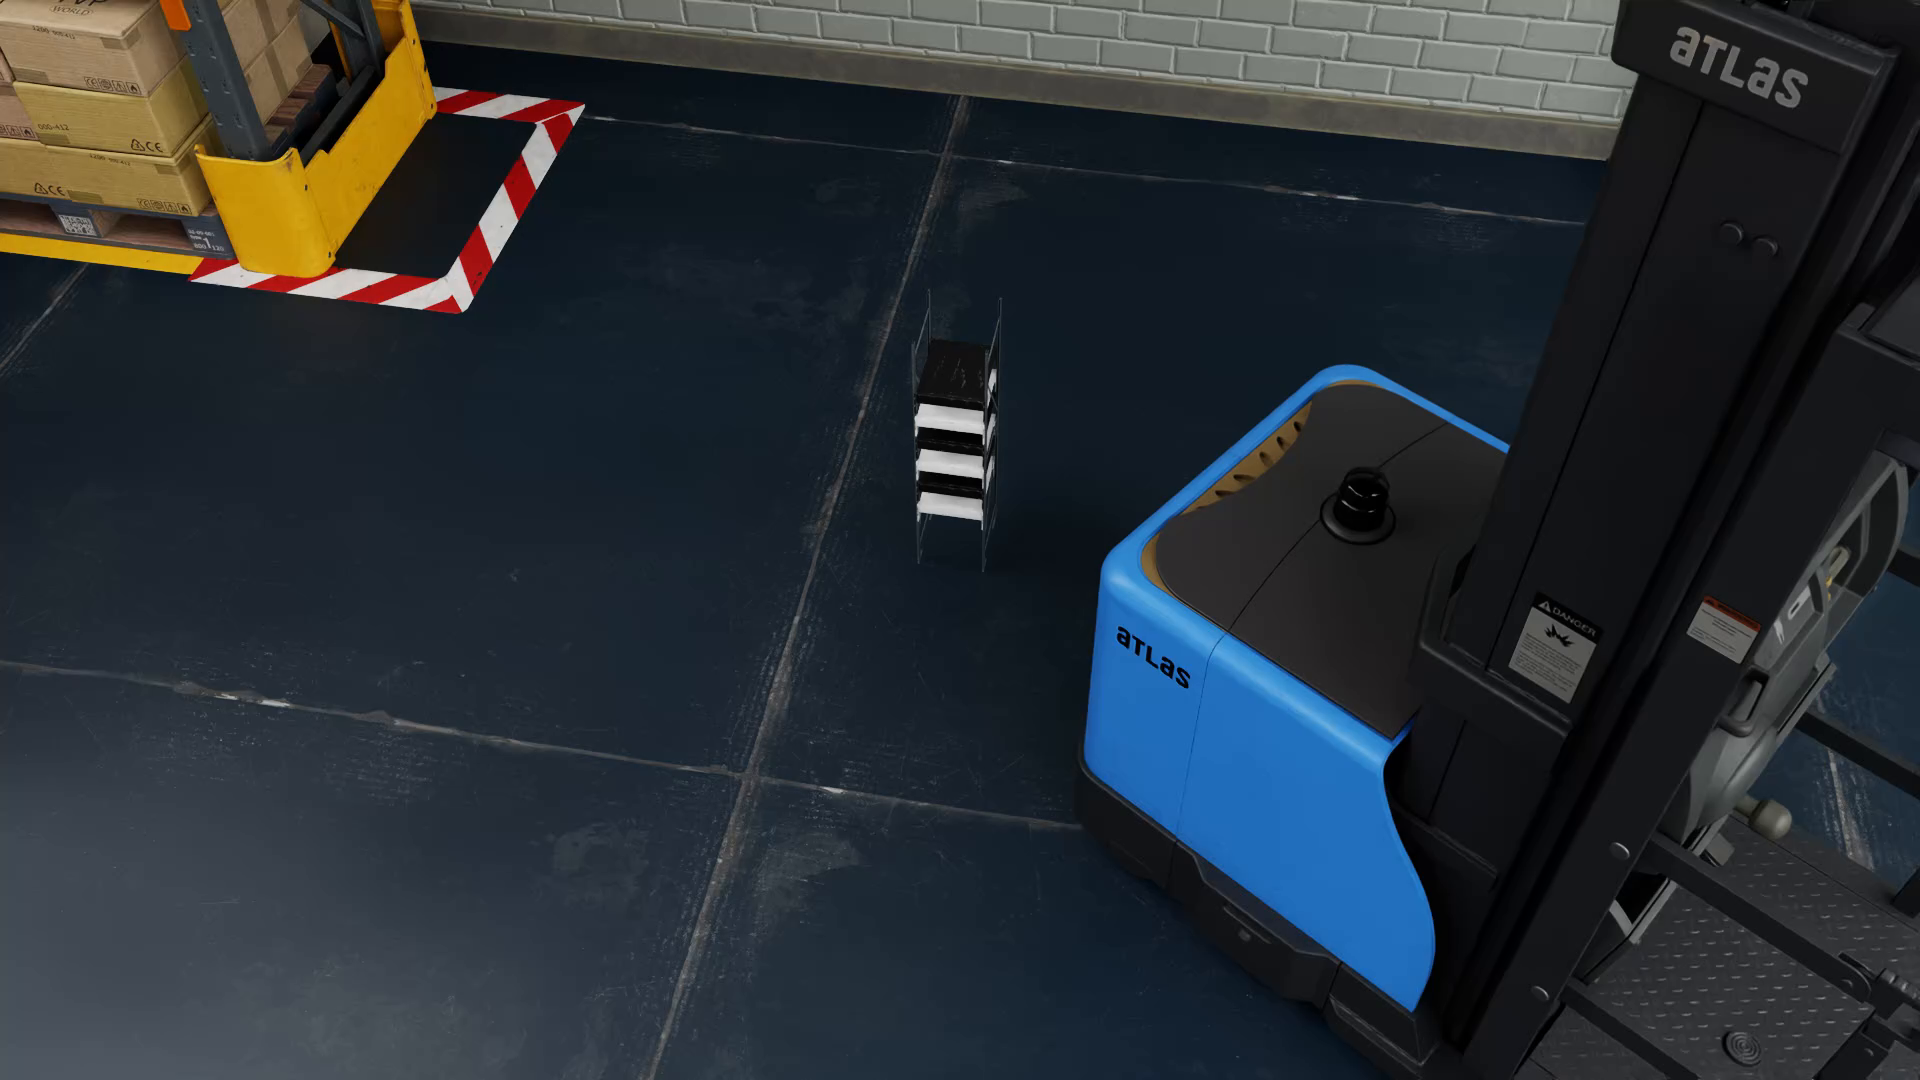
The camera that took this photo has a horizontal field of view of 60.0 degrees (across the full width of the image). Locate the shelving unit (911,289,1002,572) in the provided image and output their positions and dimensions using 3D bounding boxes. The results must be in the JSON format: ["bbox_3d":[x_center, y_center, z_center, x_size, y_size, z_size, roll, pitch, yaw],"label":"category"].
[{"bbox_3d":[-0.008,-0.302,4.916,0.210,0.900,0.258,8,49,7],"label":"shelving unit"}]

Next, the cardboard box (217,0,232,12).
[{"bbox_3d":[-2.876,-2.169,6.076,0.500,0.250,0.500,7,48,6],"label":"cardboard box"}]

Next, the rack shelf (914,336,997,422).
[{"bbox_3d":[-0.008,-0.460,4.740,0.200,0.077,0.258,8,49,7],"label":"rack shelf"}]

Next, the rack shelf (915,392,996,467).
[{"bbox_3d":[-0.008,-0.340,4.874,0.200,0.077,0.258,8,49,7],"label":"rack shelf"}]

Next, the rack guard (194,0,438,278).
[{"bbox_3d":[-2.413,-1.573,6.327,0.348,0.500,1.175,8,49,7],"label":"rack guard"}]

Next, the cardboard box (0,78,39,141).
[{"bbox_3d":[-3.463,-1.709,6.000,0.500,0.250,0.500,7,48,6],"label":"cardboard box"}]

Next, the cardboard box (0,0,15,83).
[{"bbox_3d":[-3.449,-1.863,5.801,0.500,0.250,0.500,8,49,8],"label":"cardboard box"}]

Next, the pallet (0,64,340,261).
[{"bbox_3d":[-3.197,-1.550,6.501,1.213,0.211,1.003,8,49,7],"label":"pallet"}]

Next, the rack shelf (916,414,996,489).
[{"bbox_3d":[-0.008,-0.280,4.941,0.200,0.077,0.258,8,49,7],"label":"rack shelf"}]

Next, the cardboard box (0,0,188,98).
[{"bbox_3d":[-2.945,-1.799,5.744,0.500,0.250,0.500,9,49,8],"label":"cardboard box"}]

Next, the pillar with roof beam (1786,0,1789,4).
[{"bbox_3d":[2.177,-1.223,0.299,0.400,9.000,9.100,8,49,7],"label":"pillar with roof beam"}]

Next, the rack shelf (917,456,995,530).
[{"bbox_3d":[-0.008,-0.159,5.075,0.200,0.077,0.258,8,49,7],"label":"rack shelf"}]

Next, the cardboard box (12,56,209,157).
[{"bbox_3d":[-2.971,-1.635,5.933,0.500,0.250,0.500,7,48,6],"label":"cardboard box"}]

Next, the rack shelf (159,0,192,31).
[{"bbox_3d":[-4.405,-2.435,5.905,4.000,0.370,1.077,8,49,7],"label":"rack shelf"}]

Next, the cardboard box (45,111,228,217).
[{"bbox_3d":[-2.955,-1.464,6.115,0.500,0.250,0.500,8,49,7],"label":"cardboard box"}]

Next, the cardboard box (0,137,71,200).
[{"bbox_3d":[-3.443,-1.536,6.180,0.500,0.250,0.500,8,49,7],"label":"cardboard box"}]

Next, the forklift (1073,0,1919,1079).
[{"bbox_3d":[1.726,0.275,3.032,3.031,2.935,1.130,35,57,27],"label":"forklift"}]

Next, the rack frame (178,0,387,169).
[{"bbox_3d":[-2.437,-2.411,5.400,0.127,3.000,1.000,8,49,7],"label":"rack frame"}]

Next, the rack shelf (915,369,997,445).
[{"bbox_3d":[-0.008,-0.400,4.807,0.200,0.077,0.258,8,49,7],"label":"rack shelf"}]

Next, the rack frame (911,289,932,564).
[{"bbox_3d":[-0.108,-0.315,4.928,0.006,0.900,0.240,8,49,7],"label":"rack frame"}]

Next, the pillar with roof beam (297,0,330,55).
[{"bbox_3d":[-3.727,-2.017,1.013,0.400,9.000,9.100,8,49,7],"label":"pillar with roof beam"}]

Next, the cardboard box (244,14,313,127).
[{"bbox_3d":[-2.885,-1.841,6.454,0.500,0.250,0.500,8,49,7],"label":"cardboard box"}]

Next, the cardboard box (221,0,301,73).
[{"bbox_3d":[-2.862,-2.014,6.273,0.500,0.250,0.500,8,49,8],"label":"cardboard box"}]

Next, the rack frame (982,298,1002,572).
[{"bbox_3d":[0.092,-0.288,4.904,0.006,0.900,0.240,8,49,7],"label":"rack frame"}]

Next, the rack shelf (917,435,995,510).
[{"bbox_3d":[-0.008,-0.219,5.008,0.200,0.077,0.258,8,49,7],"label":"rack shelf"}]
